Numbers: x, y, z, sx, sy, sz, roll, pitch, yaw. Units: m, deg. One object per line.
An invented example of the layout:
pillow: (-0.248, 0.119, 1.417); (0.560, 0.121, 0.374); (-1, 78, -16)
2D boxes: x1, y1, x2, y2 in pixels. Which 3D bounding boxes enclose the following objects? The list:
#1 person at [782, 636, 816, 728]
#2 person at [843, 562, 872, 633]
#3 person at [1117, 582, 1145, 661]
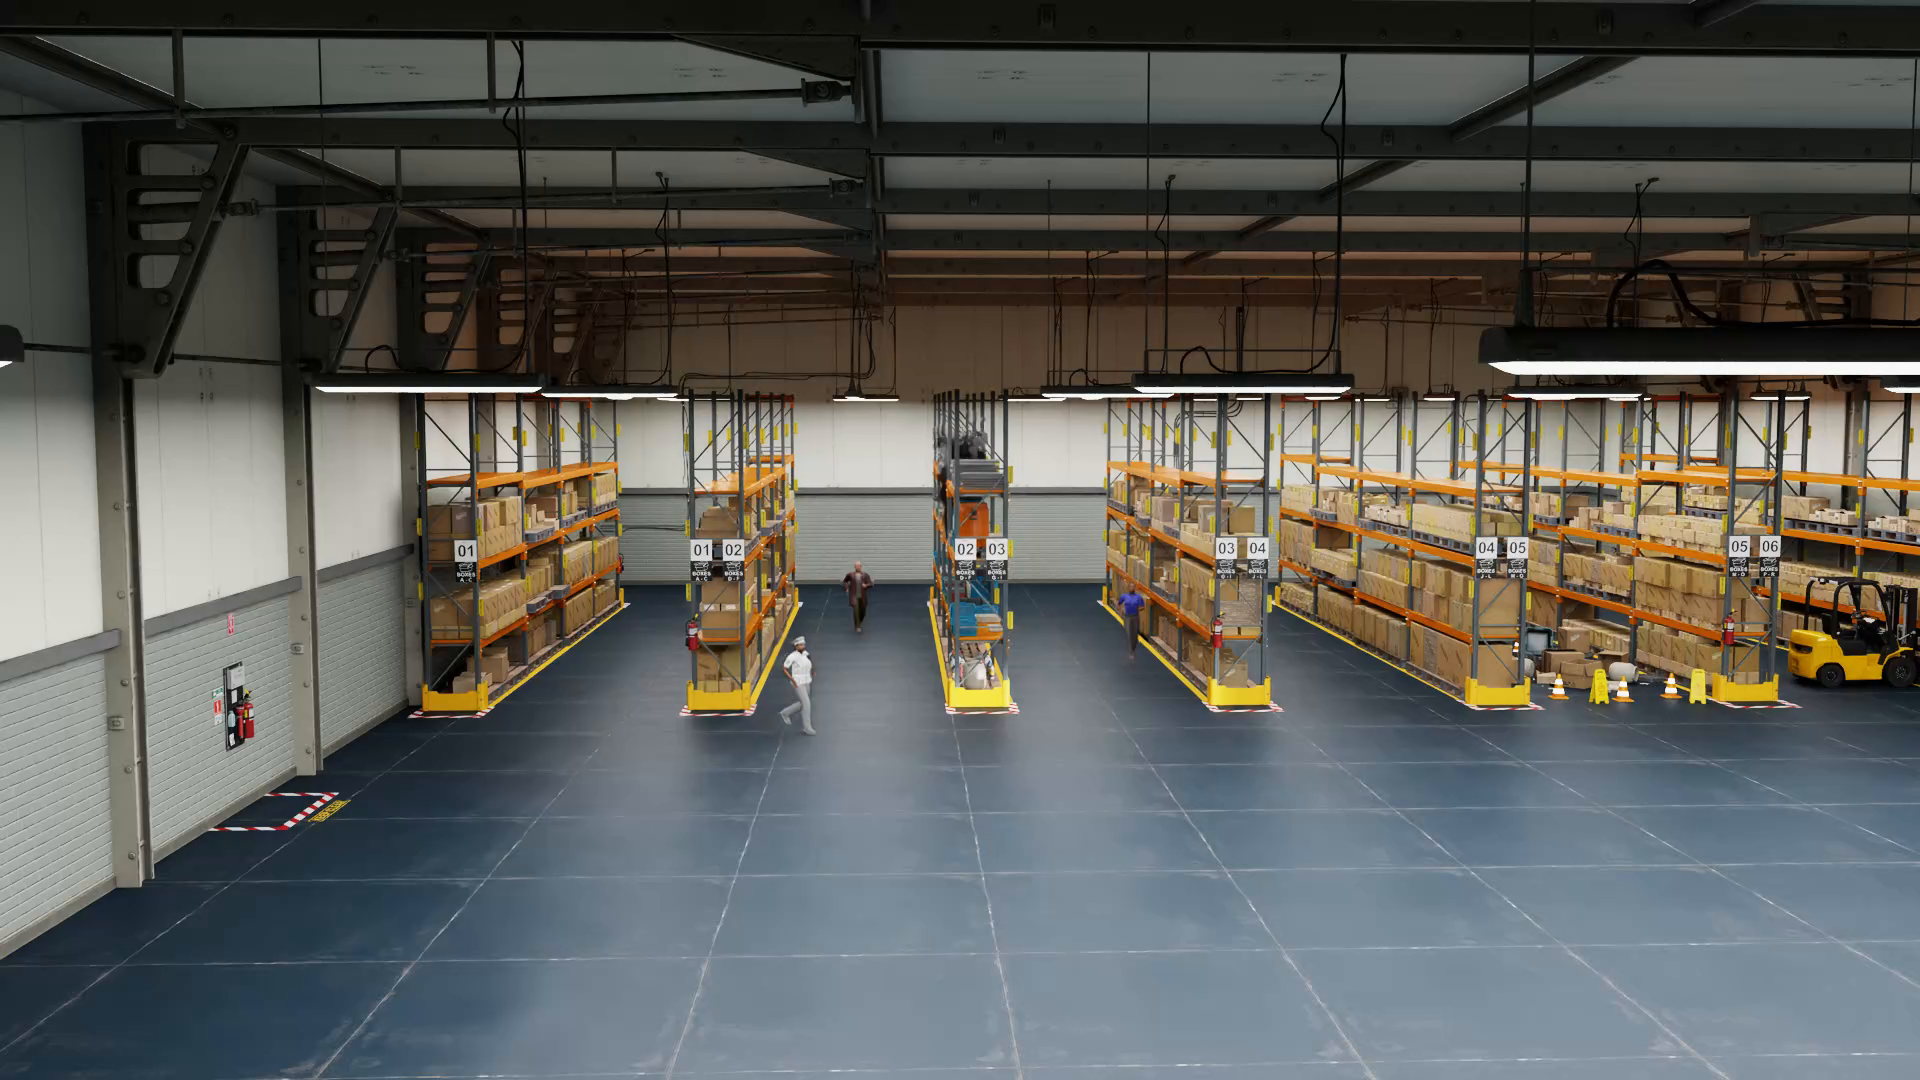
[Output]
person: (-2.831, 2.470, 29.091); (0.674, 1.610, 0.573); (3, 6, 34)
person: (-2.558, 1.423, 41.746); (0.714, 1.754, 1.033); (-1, 5, -11)
person: (3.648, 1.729, 35.361); (0.583, 1.682, 0.860); (0, 5, -3)
